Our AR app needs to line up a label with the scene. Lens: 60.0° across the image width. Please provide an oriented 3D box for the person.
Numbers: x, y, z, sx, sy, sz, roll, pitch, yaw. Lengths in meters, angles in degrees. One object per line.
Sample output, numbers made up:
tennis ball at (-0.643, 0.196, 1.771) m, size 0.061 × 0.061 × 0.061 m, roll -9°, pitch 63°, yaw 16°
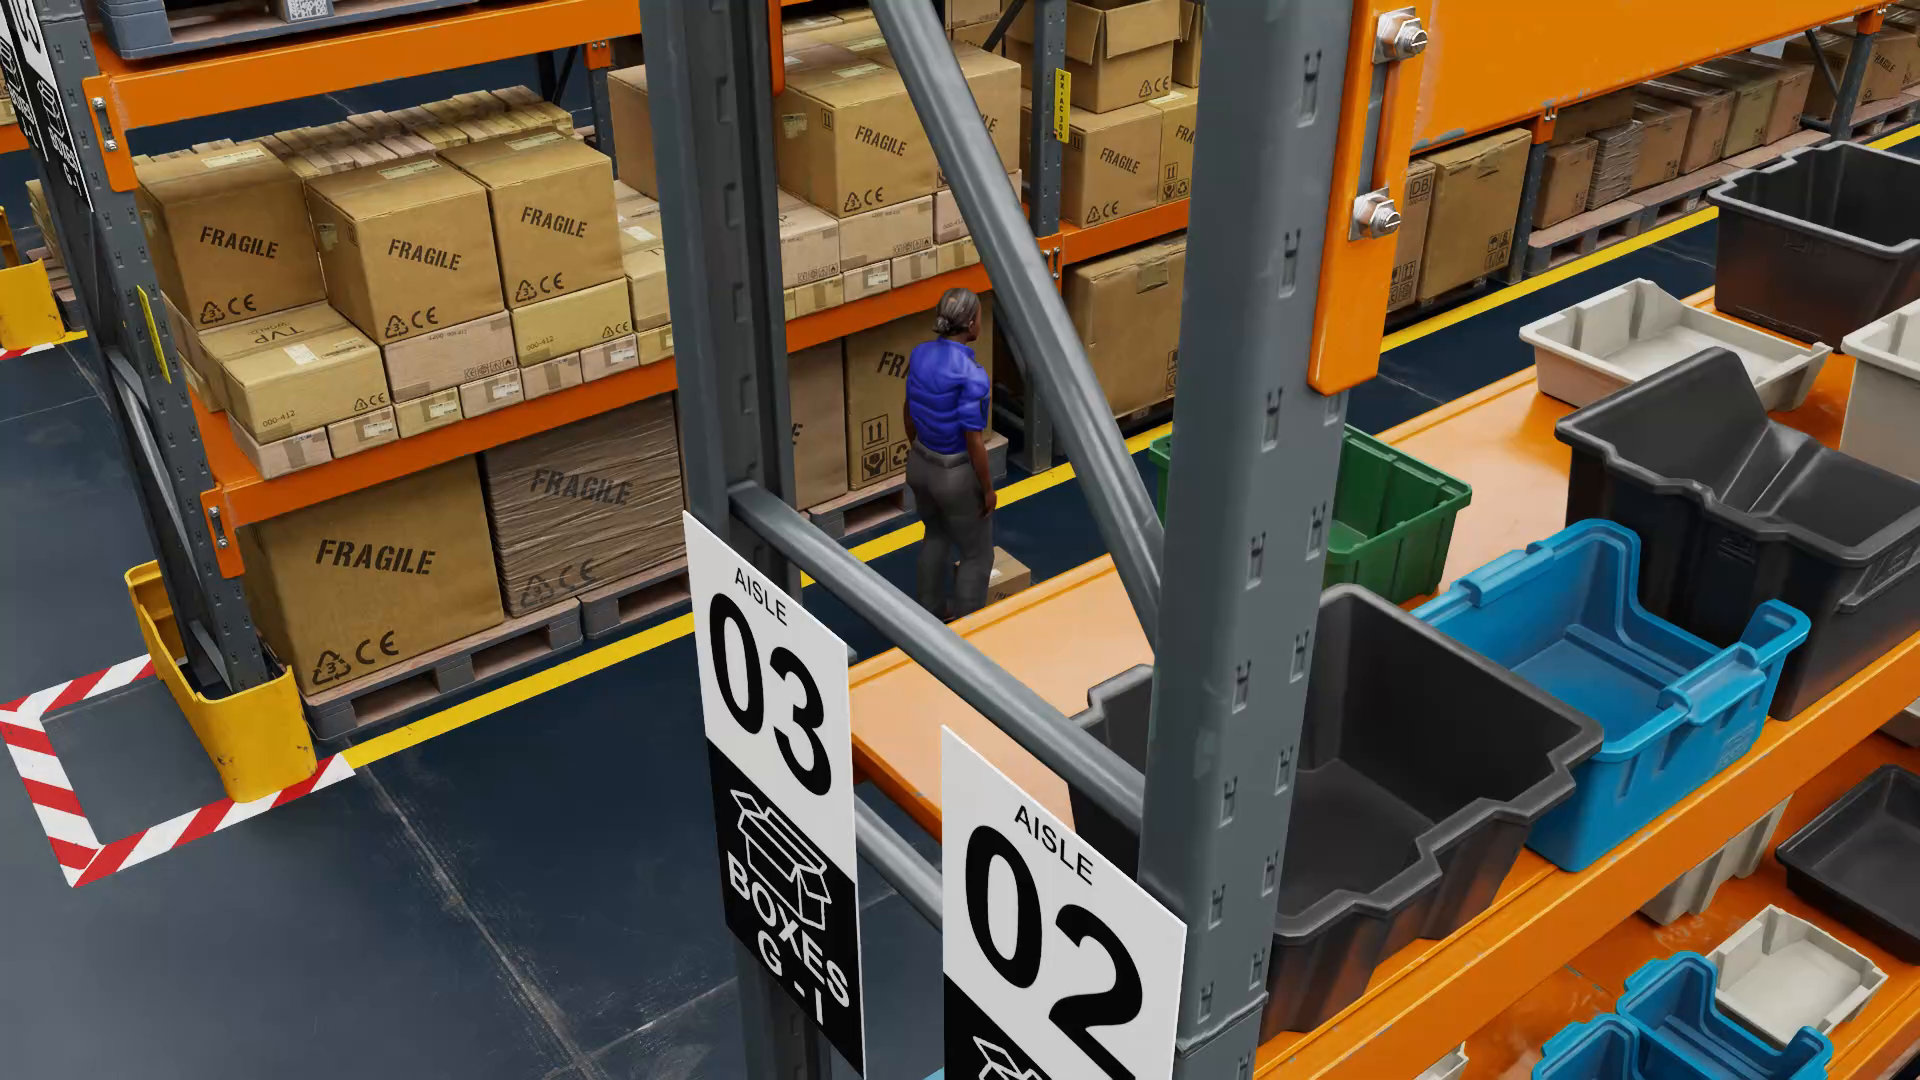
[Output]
person at (-0.025, -0.280, 7.085) m, size 0.348 × 1.653 × 0.523 m, roll -25°, pitch 40°, yaw -34°
